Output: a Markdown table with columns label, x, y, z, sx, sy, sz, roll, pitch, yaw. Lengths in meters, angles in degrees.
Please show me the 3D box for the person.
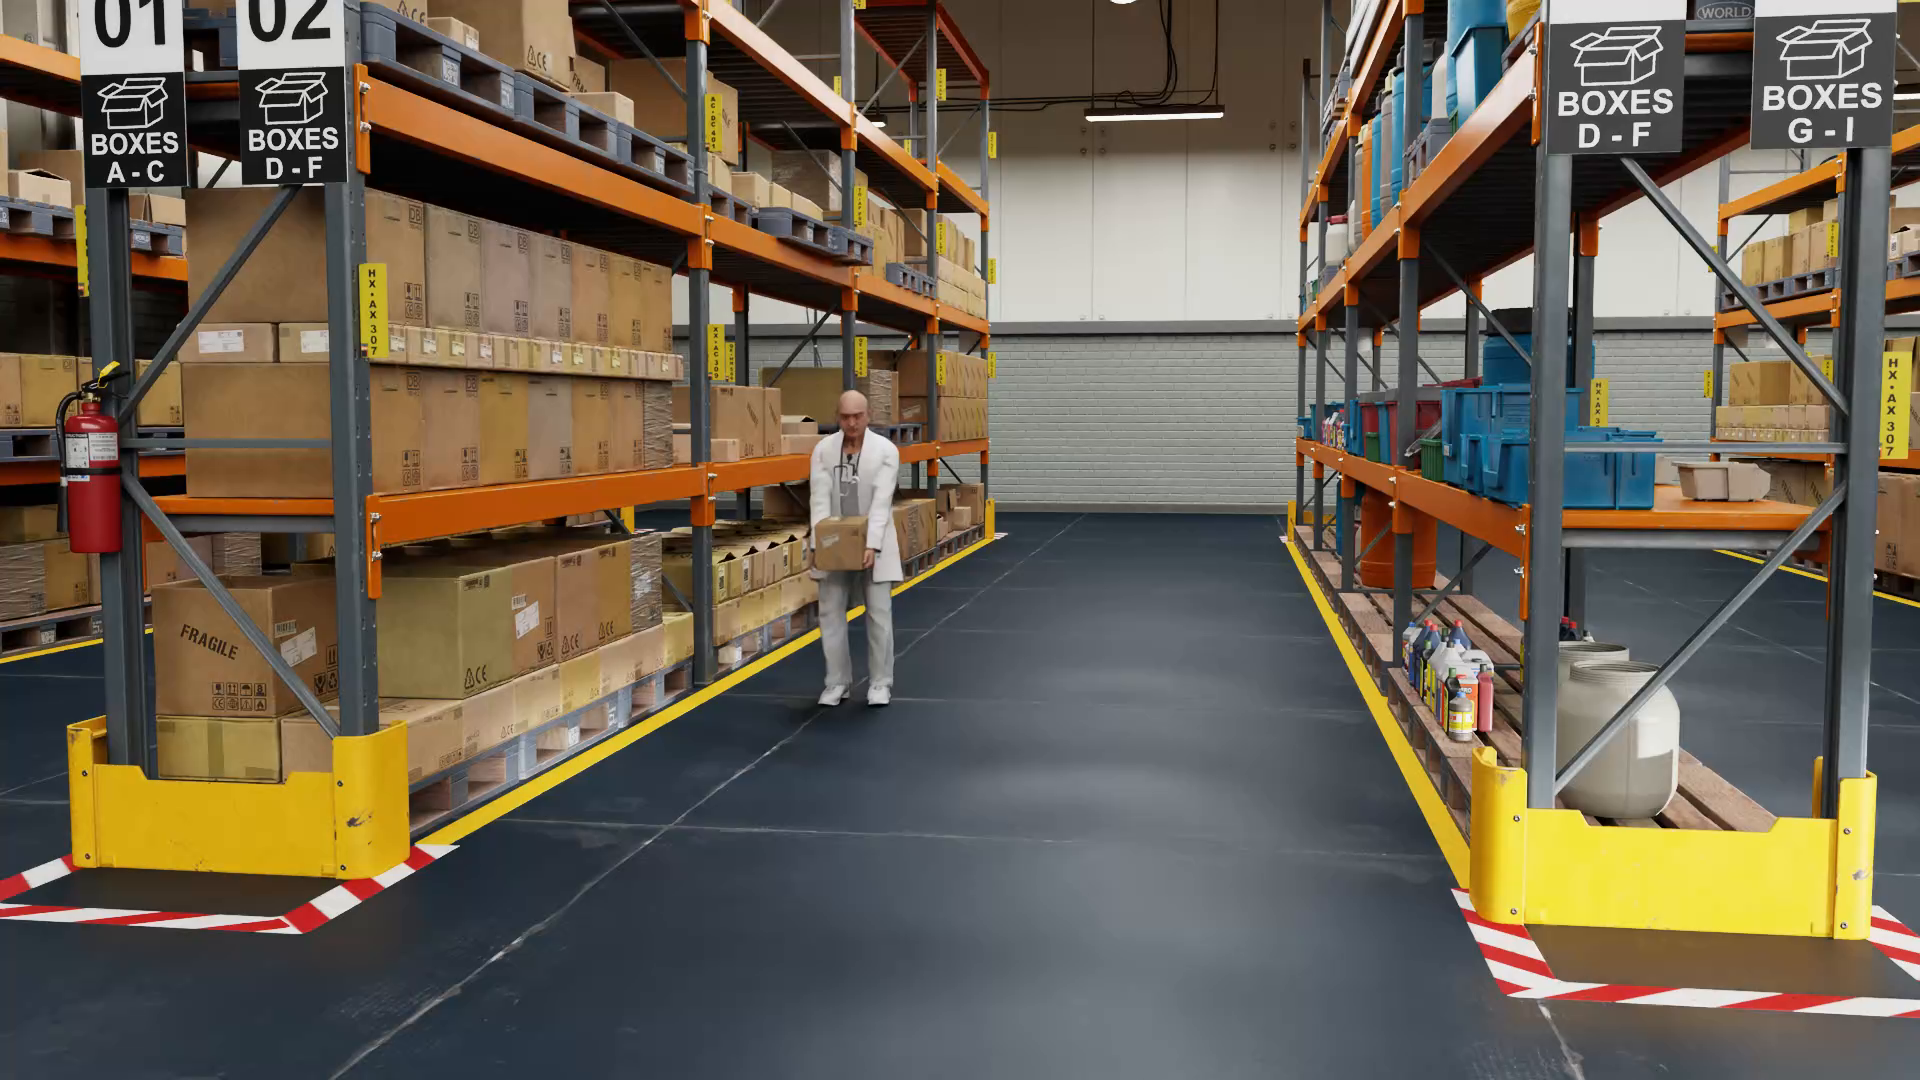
| label | x | y | z | sx | sy | sz | roll | pitch | yaw |
| --- | --- | --- | --- | --- | --- | --- | --- | --- | --- |
| person | -0.594 | 0.049 | 9.219 | 0.534 | 1.742 | 0.603 | 1 | 4 | 9 |
